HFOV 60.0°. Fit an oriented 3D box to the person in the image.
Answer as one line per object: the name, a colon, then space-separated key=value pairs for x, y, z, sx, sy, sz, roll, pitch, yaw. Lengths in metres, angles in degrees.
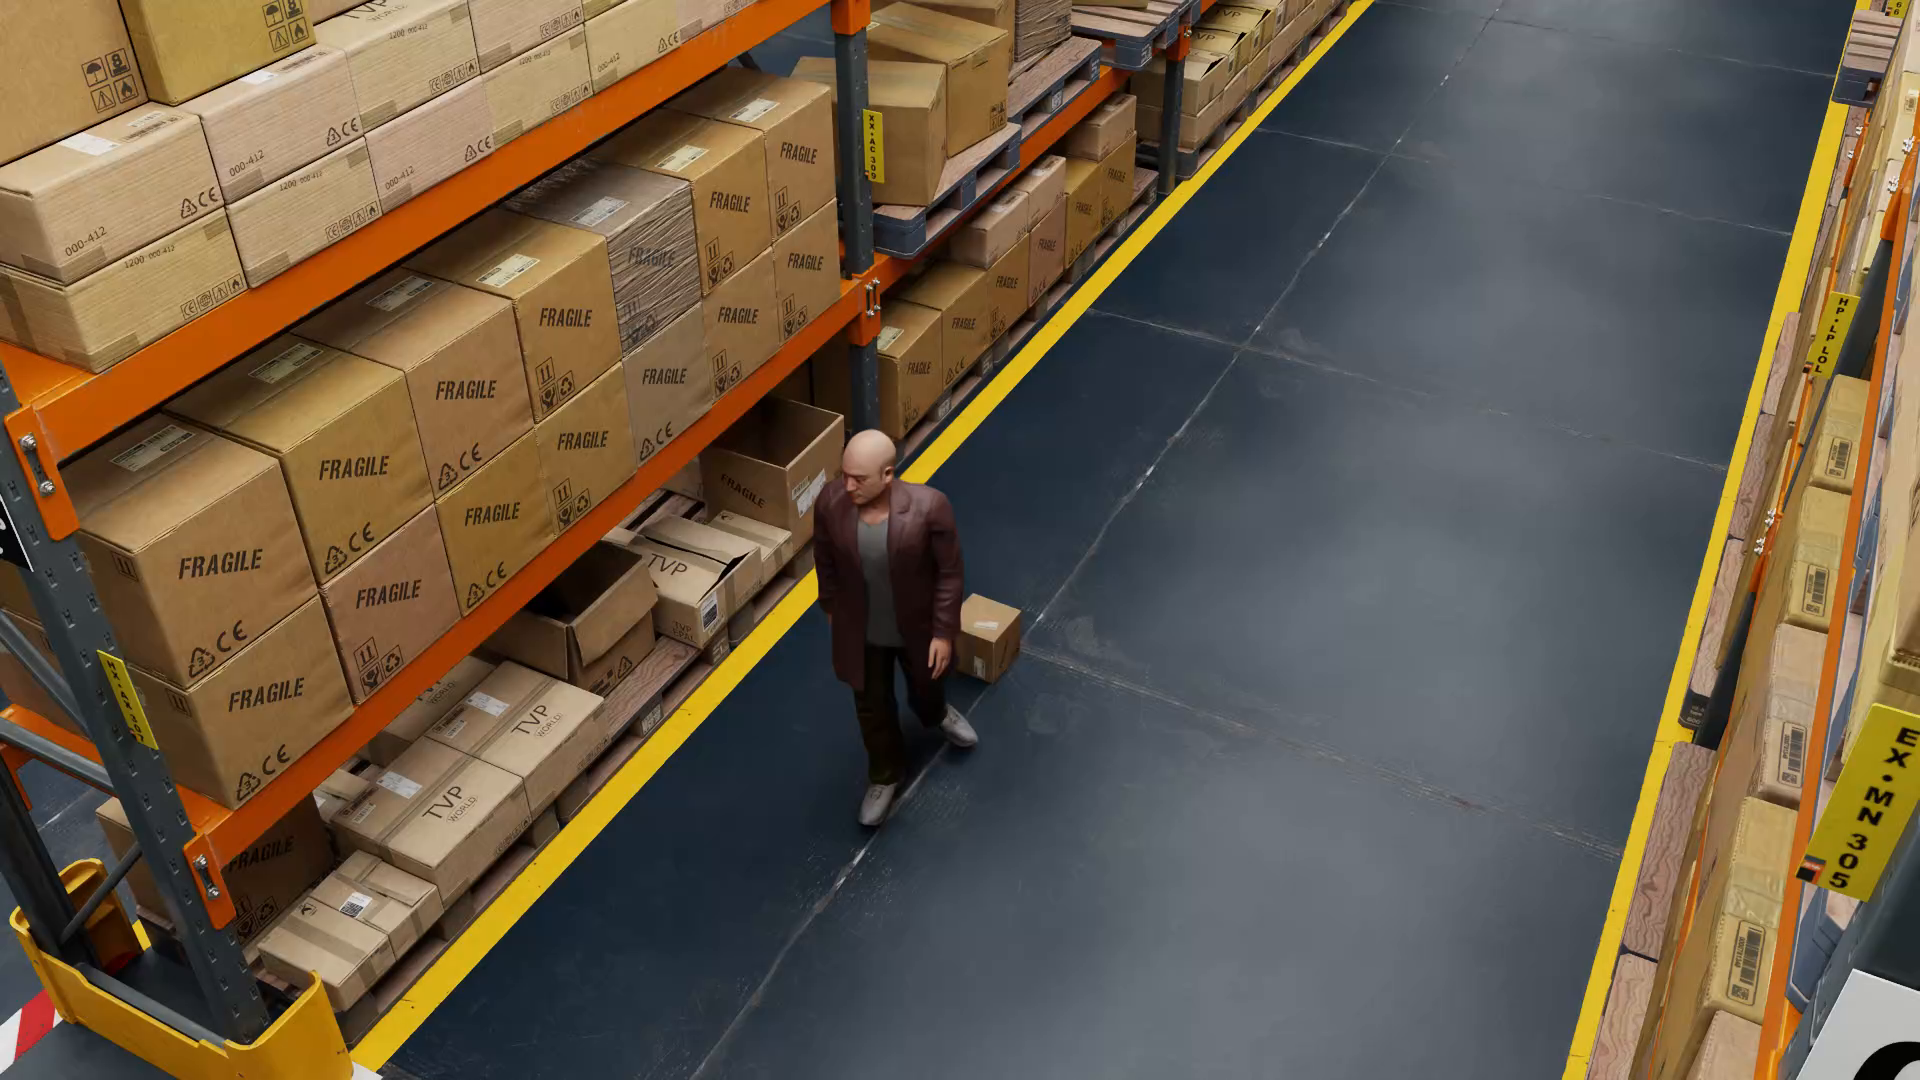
person: x=-0.248 y=0.267 z=6.406 sx=0.604 sy=1.774 sz=0.699 roll=5 pitch=38 yaw=7
